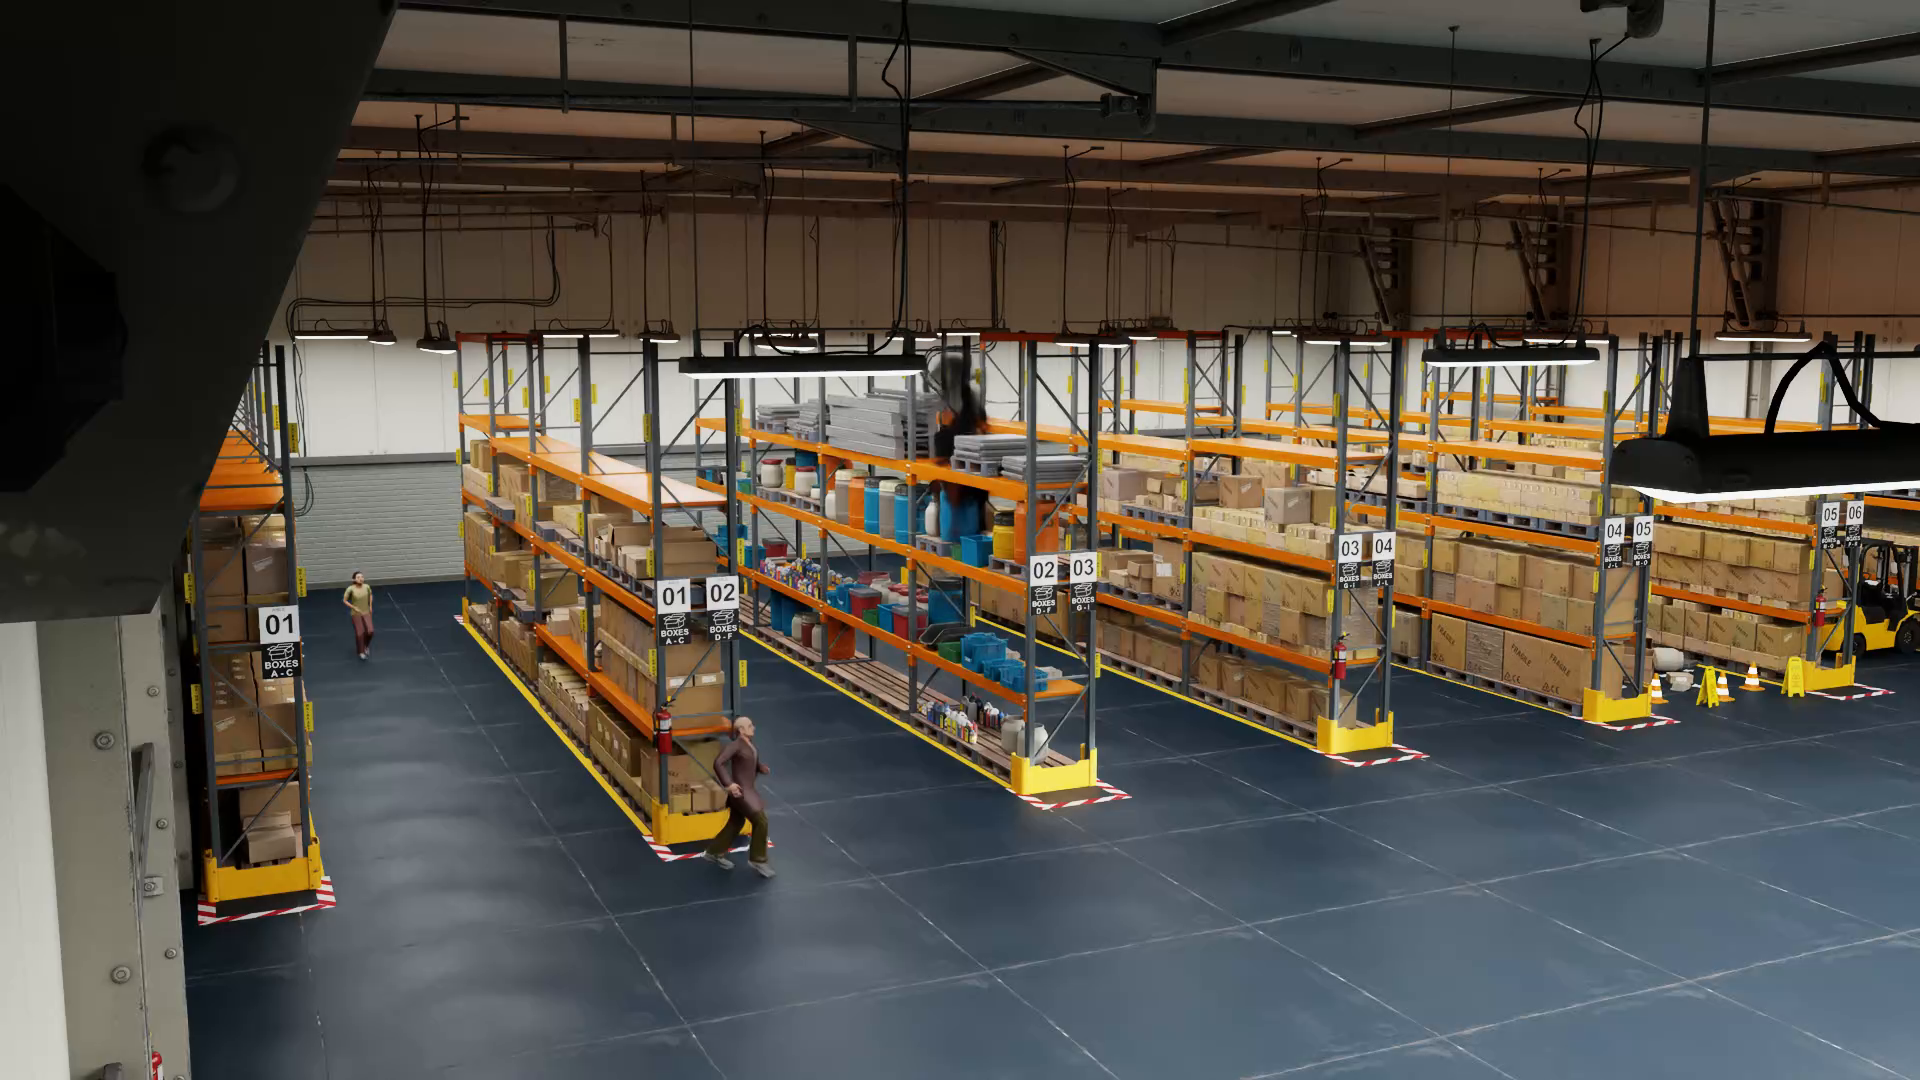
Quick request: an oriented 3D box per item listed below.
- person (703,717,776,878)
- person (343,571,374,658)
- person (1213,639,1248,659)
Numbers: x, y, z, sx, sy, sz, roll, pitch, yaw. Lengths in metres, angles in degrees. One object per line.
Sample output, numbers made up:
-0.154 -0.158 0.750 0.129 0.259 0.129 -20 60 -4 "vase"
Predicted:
-2.509 2.908 18.961 0.848 1.821 0.701 0 8 0 "person"
-11.077 1.391 30.724 0.586 1.628 0.516 -6 10 -36 "person"
5.049 1.414 30.724 0.701 1.682 0.992 -5 9 -32 "person"
